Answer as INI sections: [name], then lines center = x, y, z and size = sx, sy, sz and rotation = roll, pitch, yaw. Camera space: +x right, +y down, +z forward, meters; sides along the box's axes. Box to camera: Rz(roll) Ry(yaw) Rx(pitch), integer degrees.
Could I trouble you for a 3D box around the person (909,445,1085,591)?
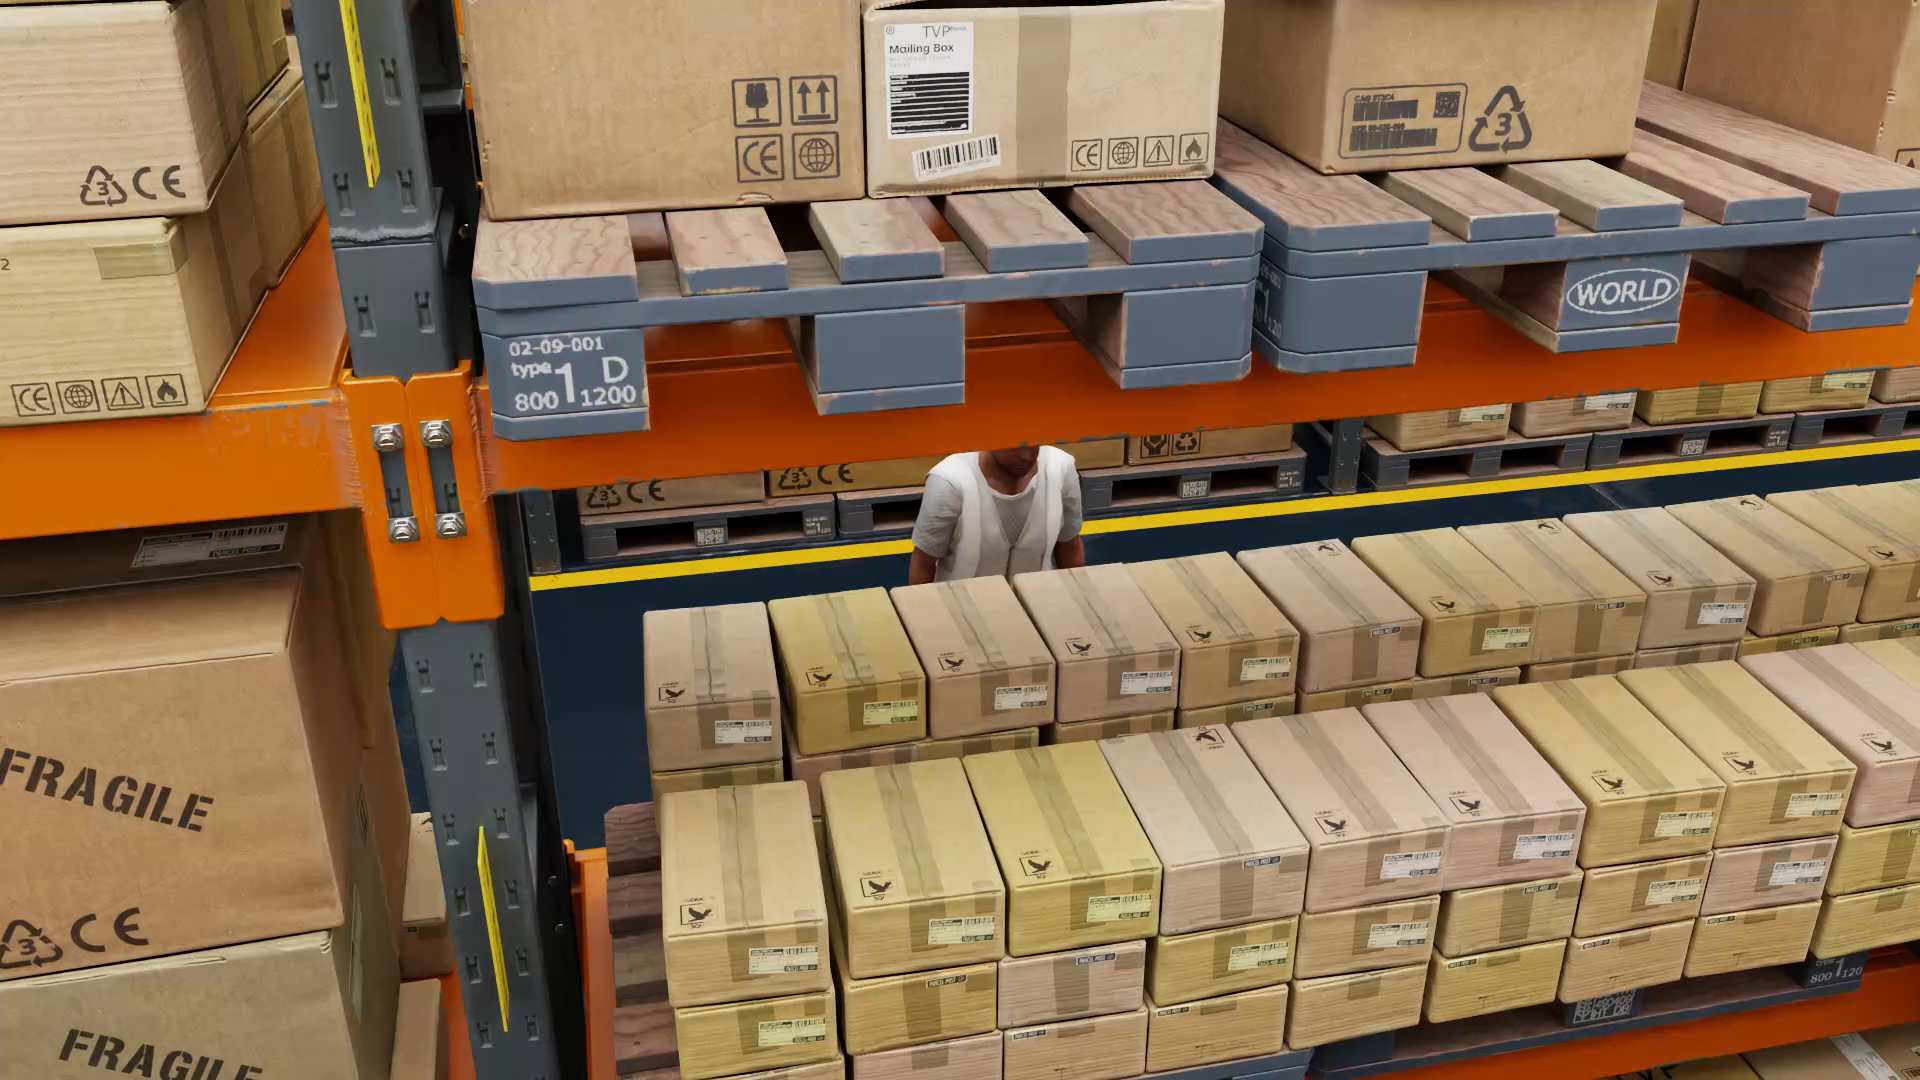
[person]
center = 0.132, 0.287, 5.529
size = 0.616, 1.772, 0.452
rotation = -7, 27, -14
